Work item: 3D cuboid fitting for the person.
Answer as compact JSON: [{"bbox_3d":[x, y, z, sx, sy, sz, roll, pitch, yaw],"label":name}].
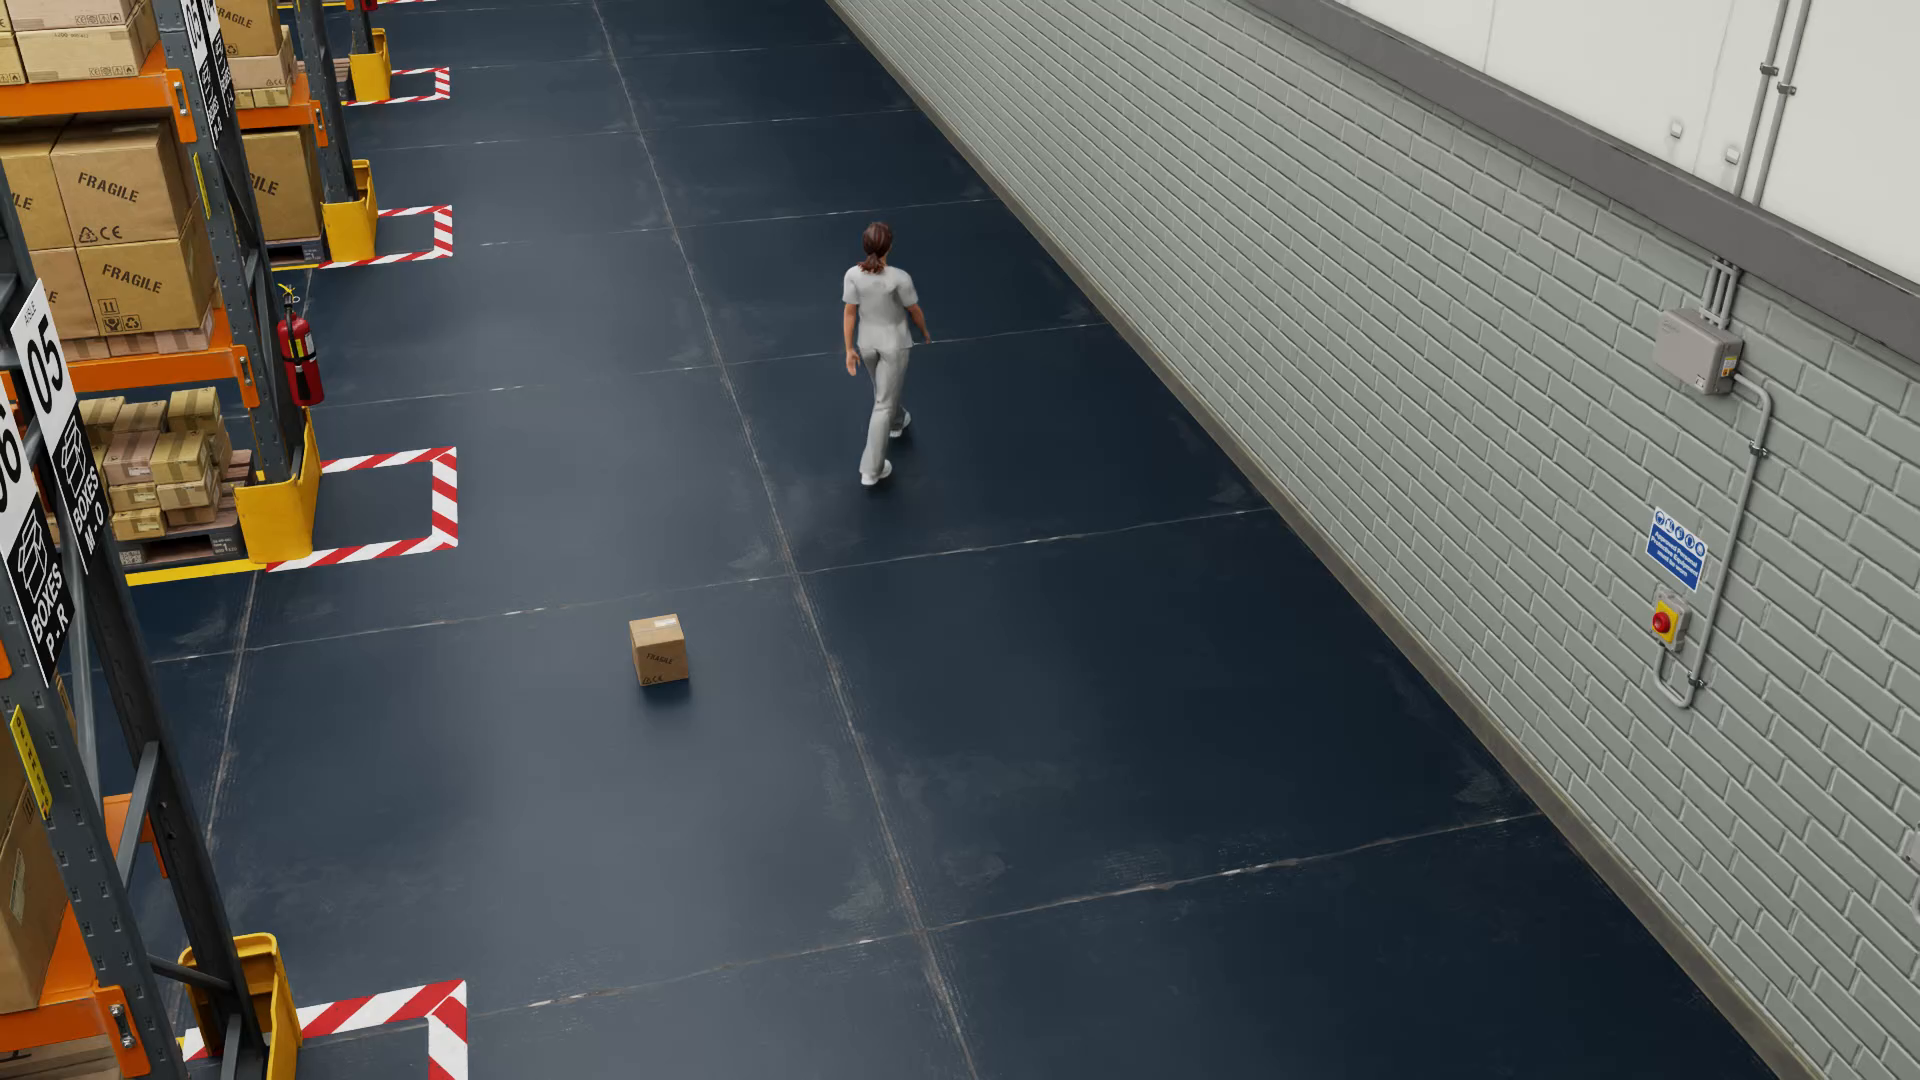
[{"bbox_3d":[-0.428,-1.249,10.350,0.444,1.612,0.983,12,32,20],"label":"person"}]
